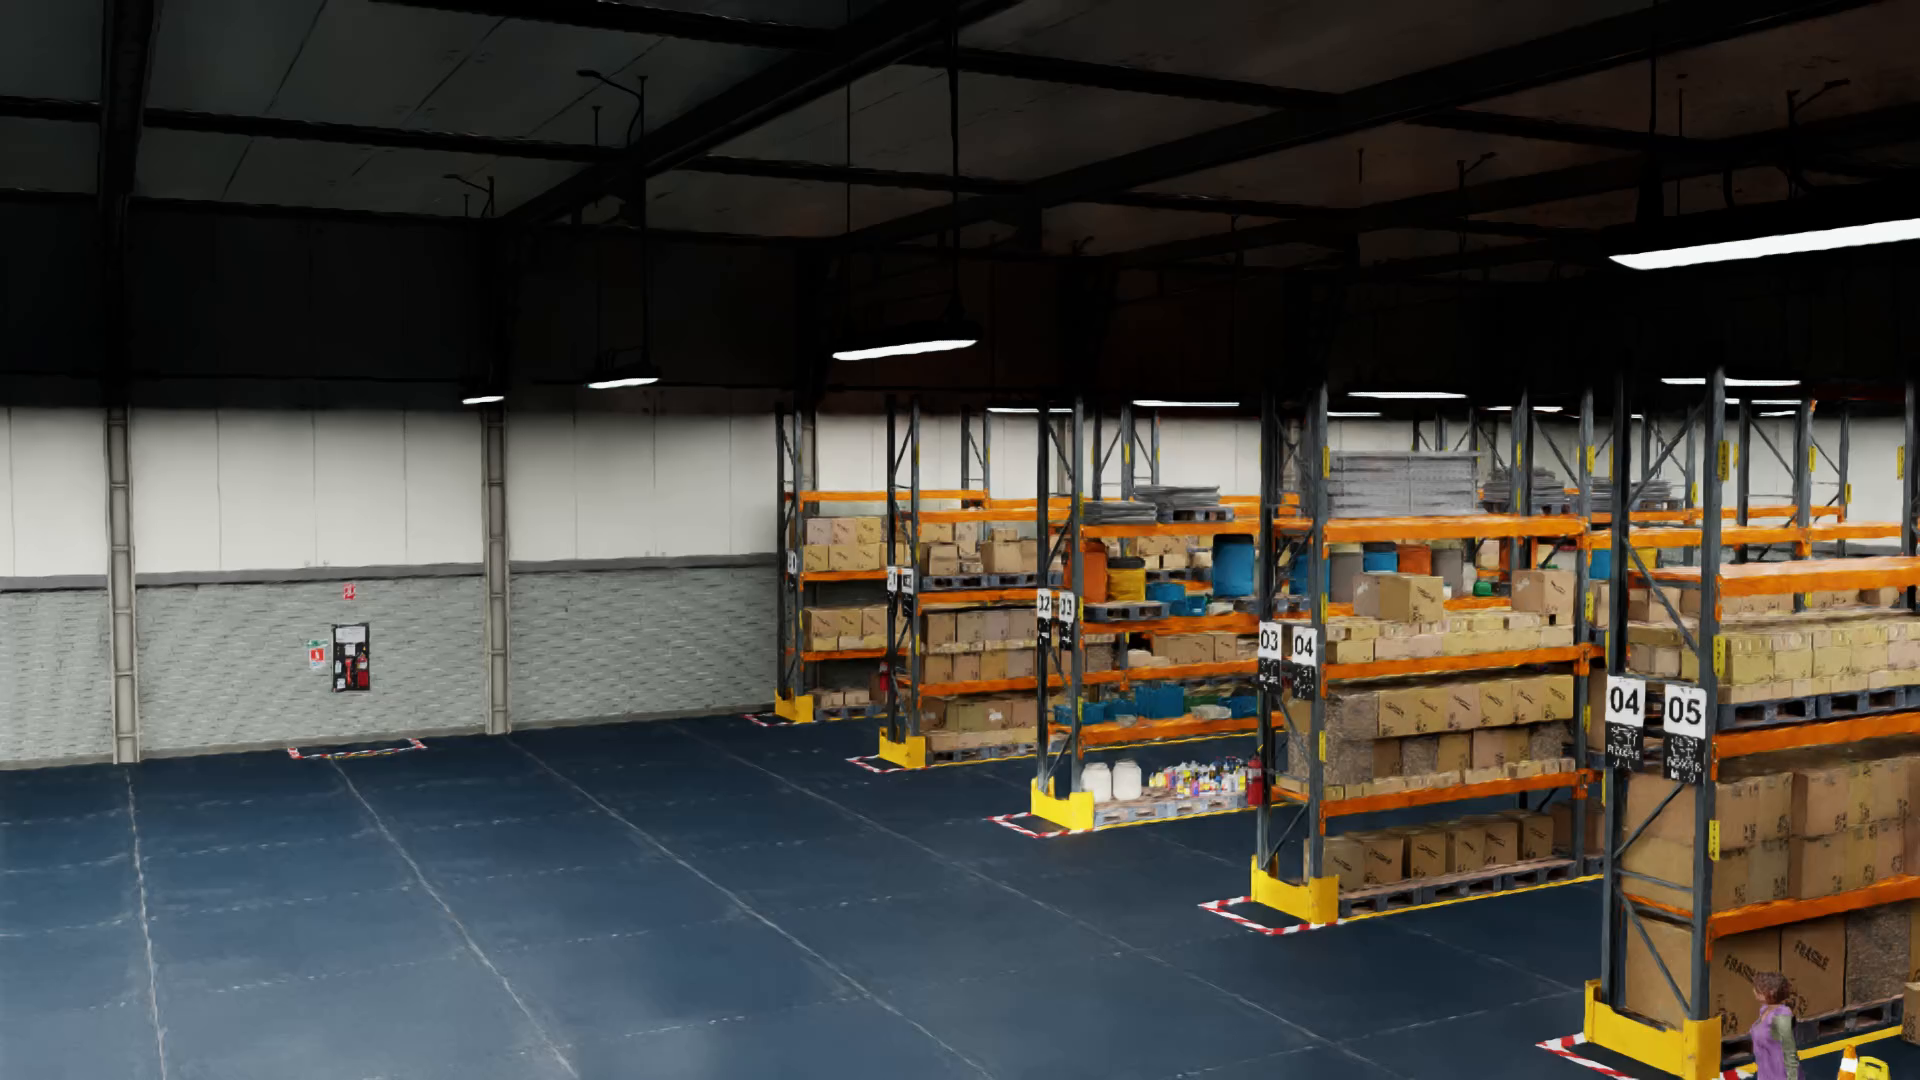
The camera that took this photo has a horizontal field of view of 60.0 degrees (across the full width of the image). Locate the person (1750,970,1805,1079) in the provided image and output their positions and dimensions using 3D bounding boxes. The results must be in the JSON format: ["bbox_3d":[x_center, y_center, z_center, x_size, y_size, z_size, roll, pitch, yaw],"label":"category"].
[{"bbox_3d":[5.652,3.733,11.299,0.501,1.587,0.474,1,3,11],"label":"person"}]
